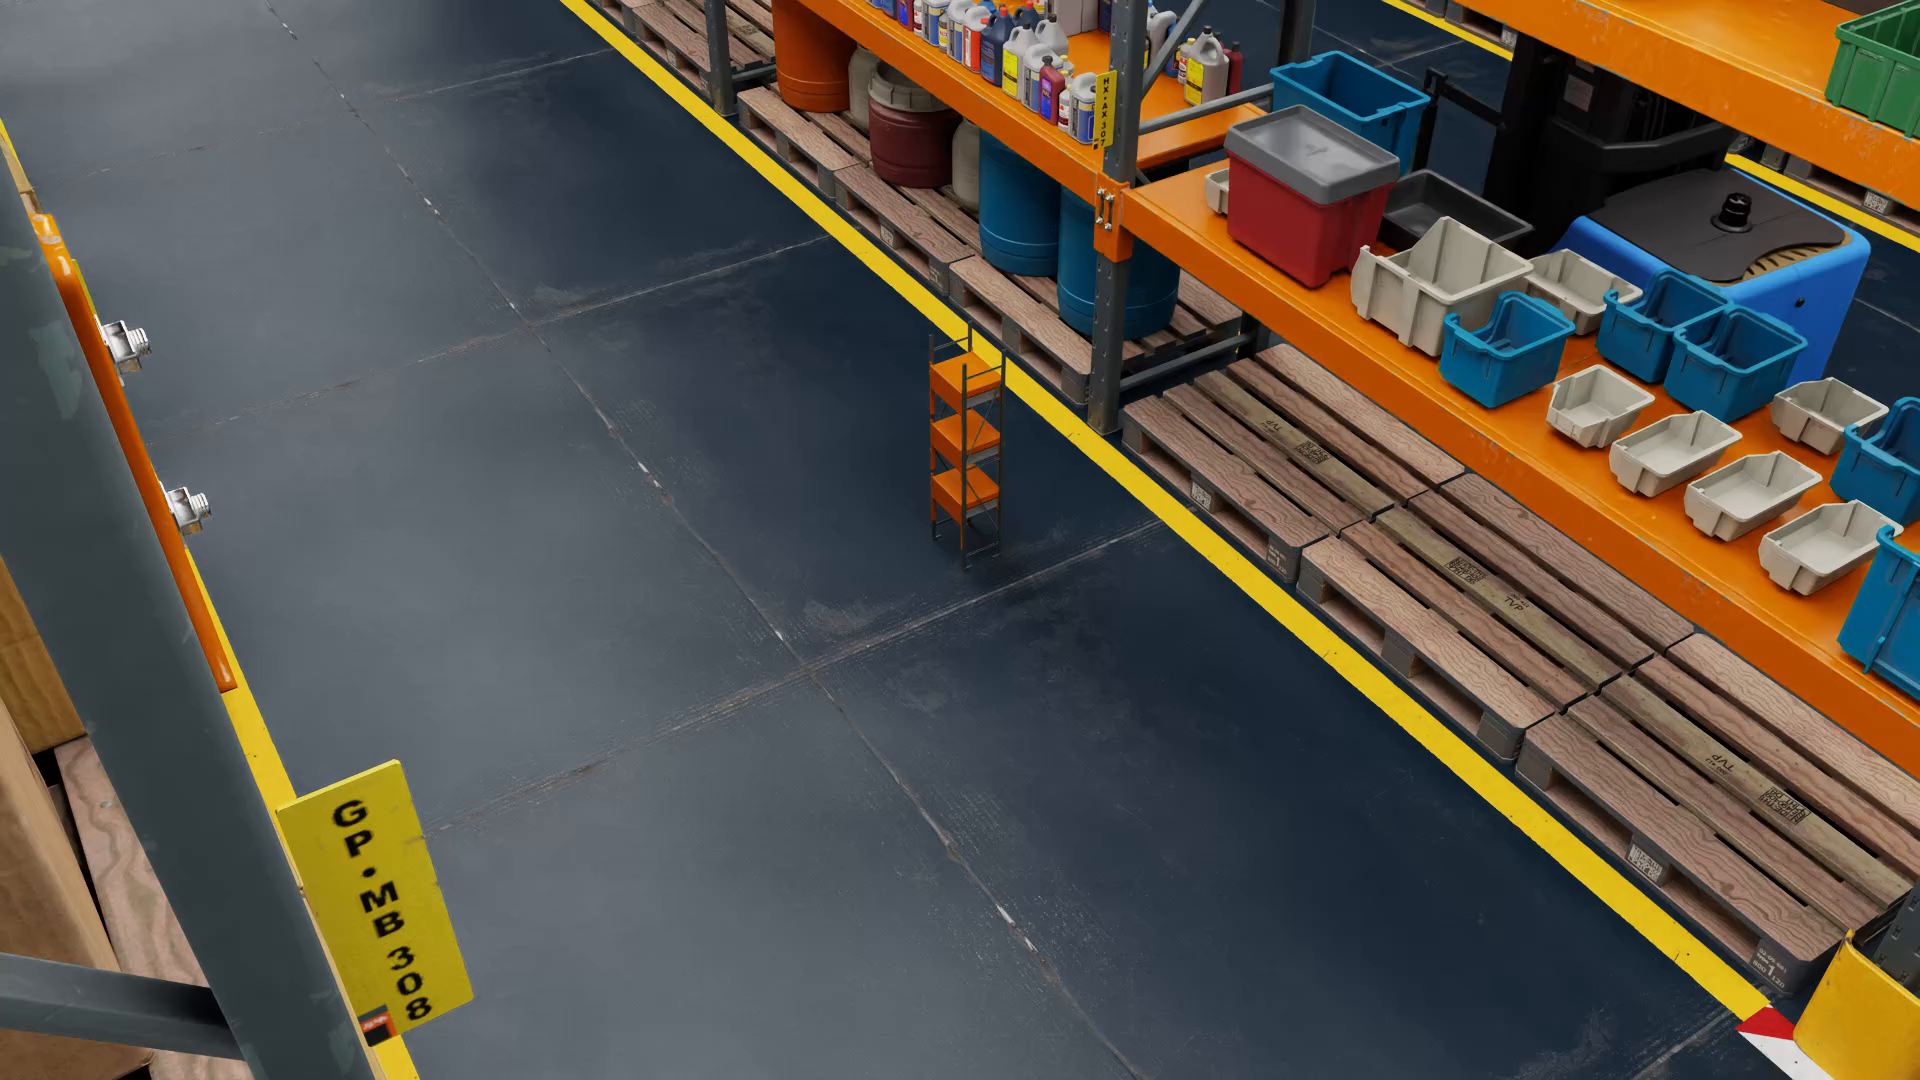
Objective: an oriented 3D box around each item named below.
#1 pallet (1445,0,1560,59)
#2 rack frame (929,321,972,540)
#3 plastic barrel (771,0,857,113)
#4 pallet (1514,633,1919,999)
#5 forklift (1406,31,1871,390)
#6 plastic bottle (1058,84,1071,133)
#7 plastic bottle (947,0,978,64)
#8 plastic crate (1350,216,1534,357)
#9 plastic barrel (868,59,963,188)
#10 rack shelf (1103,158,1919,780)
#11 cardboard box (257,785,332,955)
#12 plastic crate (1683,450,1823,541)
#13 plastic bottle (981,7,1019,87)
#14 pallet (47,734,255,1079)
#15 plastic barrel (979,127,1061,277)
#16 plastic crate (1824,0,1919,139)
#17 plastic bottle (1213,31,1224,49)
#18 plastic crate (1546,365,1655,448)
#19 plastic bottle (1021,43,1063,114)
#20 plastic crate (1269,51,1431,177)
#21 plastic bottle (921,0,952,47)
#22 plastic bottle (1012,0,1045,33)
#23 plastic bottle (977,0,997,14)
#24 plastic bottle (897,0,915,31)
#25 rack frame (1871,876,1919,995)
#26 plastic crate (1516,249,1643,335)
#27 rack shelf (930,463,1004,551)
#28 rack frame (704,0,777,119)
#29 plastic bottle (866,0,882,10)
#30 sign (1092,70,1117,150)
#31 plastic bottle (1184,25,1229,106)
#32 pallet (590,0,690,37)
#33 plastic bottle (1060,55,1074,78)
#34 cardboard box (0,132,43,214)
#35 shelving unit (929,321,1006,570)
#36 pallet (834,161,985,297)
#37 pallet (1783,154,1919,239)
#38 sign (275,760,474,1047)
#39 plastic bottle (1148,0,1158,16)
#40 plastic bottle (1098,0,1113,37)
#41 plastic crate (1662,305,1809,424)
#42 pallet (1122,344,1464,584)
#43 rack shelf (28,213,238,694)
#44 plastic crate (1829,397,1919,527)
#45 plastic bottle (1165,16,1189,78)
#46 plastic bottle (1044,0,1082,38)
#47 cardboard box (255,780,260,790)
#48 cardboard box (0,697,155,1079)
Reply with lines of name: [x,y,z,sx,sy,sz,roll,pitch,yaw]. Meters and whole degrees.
pallet: [4.105,-3.554,11.350,1.003,0.211,1.213,-22,45,-24]
rack frame: [-0.037,-0.440,6.958,0.200,1.050,0.008,-22,45,-24]
plastic barrel: [-0.817,-3.065,9.953,0.600,0.830,0.708,-22,45,-24]
pallet: [2.796,0.935,5.963,1.003,0.211,1.213,-22,45,-24]
forklift: [2.788,-2.266,7.680,1.130,2.935,3.031,-19,43,-22]
plastic bottle: [0.486,-1.915,7.360,0.097,0.201,0.097,0,40,0]
plastic bottle: [0.032,-2.433,7.923,0.152,0.276,0.135,-22,45,-24]
plastic crate: [1.722,-0.927,6.065,0.437,0.282,0.530,-22,45,-24]
plastic barrel: [-0.210,-2.363,9.298,0.600,0.588,0.708,-22,45,-24]
rack shelf: [2.132,-0.481,6.046,1.077,0.370,4.000,-22,45,-24]
cardboard box: [-1.552,0.783,3.266,0.500,0.500,0.500,-23,45,-26]
plastic crate: [2.472,-0.139,5.233,0.396,0.136,0.243,-22,45,-24]
plastic bottle: [0.187,-2.301,7.707,0.144,0.351,0.185,-22,45,-24]
pallet: [-1.377,0.512,2.019,1.003,0.211,1.213,-22,45,-24]
plastic barrel: [0.397,-1.874,8.467,0.600,0.901,0.708,-22,45,-24]
plastic crate: [2.436,-1.183,4.149,0.450,0.188,0.336,-22,45,-24]
plastic bottle: [1.147,-2.209,7.649,0.061,0.283,0.133,-22,45,-24]
plastic crate: [2.127,-0.434,5.587,0.298,0.136,0.250,-22,45,-24]
plastic bottle: [0.375,-2.088,7.509,0.152,0.276,0.135,-22,45,-24]
plastic crate: [1.595,-1.719,6.936,0.392,0.384,0.575,-22,45,-24]
plastic bottle: [-0.093,-2.558,8.073,0.152,0.276,0.135,-22,45,-24]
plastic bottle: [0.308,-2.351,7.766,0.144,0.351,0.185,-22,45,-24]
plastic bottle: [0.127,-2.484,7.988,0.097,0.271,0.097,0,40,0]
plastic bottle: [-0.256,-2.670,8.202,0.061,0.283,0.133,-22,45,-24]
rack frame: [3.207,0.322,4.520,1.000,3.000,0.127,-22,45,-24]
plastic crate: [2.246,-0.922,6.173,0.293,0.136,0.466,-22,45,-24]
rack shelf: [0.029,-0.153,7.064,0.215,0.259,0.240,-22,45,-24]
rack frame: [-1.095,-3.996,9.702,1.000,3.000,0.127,-22,45,-24]
plastic bottle: [-0.389,-2.855,8.430,0.152,0.276,0.135,-22,45,-24]
sign: [0.591,-1.755,6.797,0.100,0.325,0.005,-22,45,-24]
plastic bottle: [1.118,-2.141,7.515,0.144,0.351,0.185,-22,45,-24]
pallet: [-2.130,-4.014,11.902,1.003,0.211,1.213,-22,45,-24]
plastic bottle: [0.470,-2.112,7.597,0.097,0.201,0.097,0,40,0]
cardboard box: [-4.917,-1.256,7.746,1.225,0.875,0.875,-24,46,-26]
shelving unit: [0.029,-0.374,6.879,0.215,1.050,0.252,-22,45,-24]
pallet: [0.016,-1.856,9.312,1.003,0.211,1.213,-22,45,-24]
pallet: [5.603,-2.097,9.602,1.003,0.211,1.213,-22,45,-24]
sign: [-0.498,0.321,1.434,0.100,0.325,0.005,-22,45,-24]
plastic bottle: [0.893,-2.438,7.933,0.097,0.271,0.097,0,40,0]
plastic bottle: [0.741,-2.616,8.138,0.061,0.283,0.133,-22,45,-24]
plastic crate: [2.644,-0.594,5.703,0.416,0.233,0.300,-22,45,-24]
pallet: [1.484,-0.382,7.544,1.003,0.211,1.213,-22,45,-24]
rack shelf: [-2.044,-0.927,2.208,1.077,0.370,4.000,-22,45,-24]
plastic crate: [2.998,-0.239,5.277,0.416,0.233,0.300,-22,45,-24]
plastic bottle: [1.017,-2.313,7.783,0.097,0.271,0.097,0,40,0]
plastic bottle: [0.502,-2.618,8.145,0.152,0.276,0.135,-22,45,-24]
cardboard box: [-1.988,0.710,4.251,0.380,0.149,0.250,-23,45,-25]
cardboard box: [-1.294,0.374,1.630,0.700,0.500,0.500,-25,46,-27]
